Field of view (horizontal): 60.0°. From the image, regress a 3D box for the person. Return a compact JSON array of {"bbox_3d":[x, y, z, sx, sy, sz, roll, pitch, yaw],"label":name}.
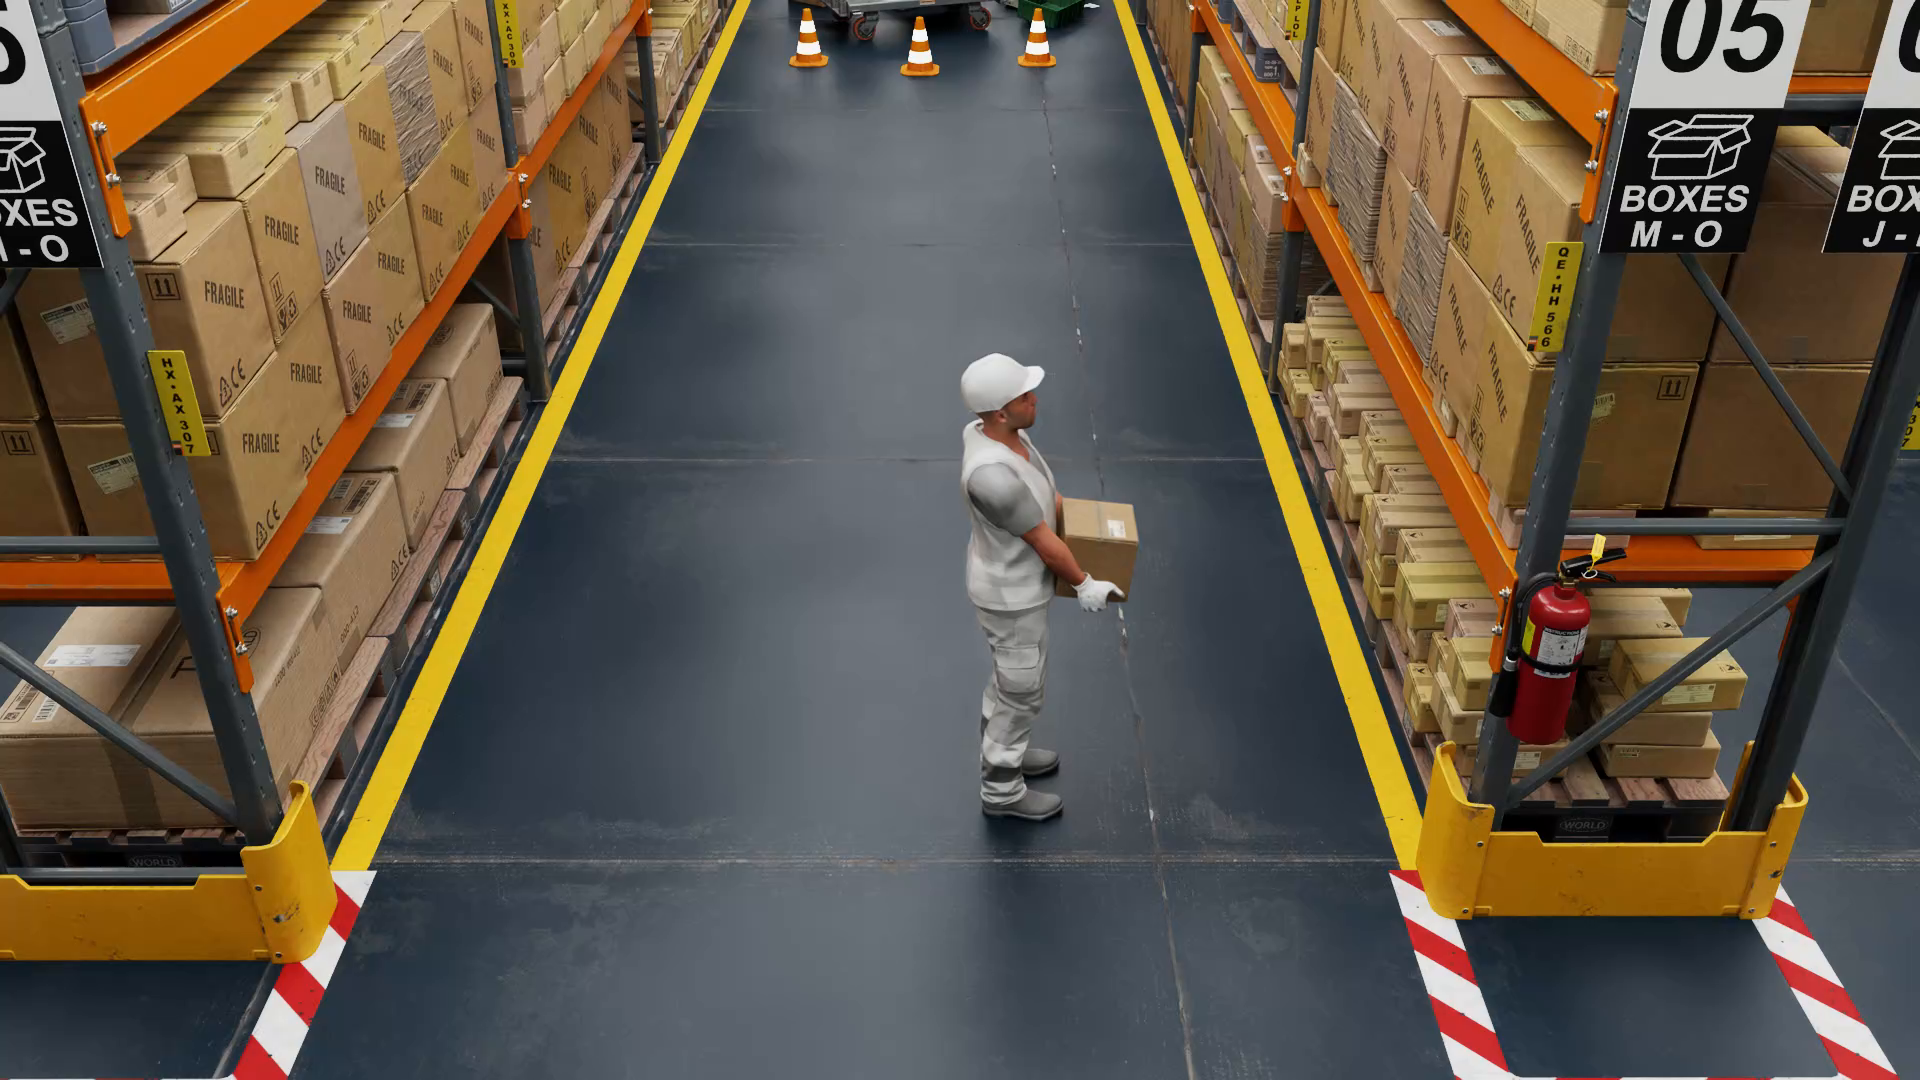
[{"bbox_3d":[0.283,0.170,5.837,0.561,1.782,0.493,0,31,0],"label":"person"}]
